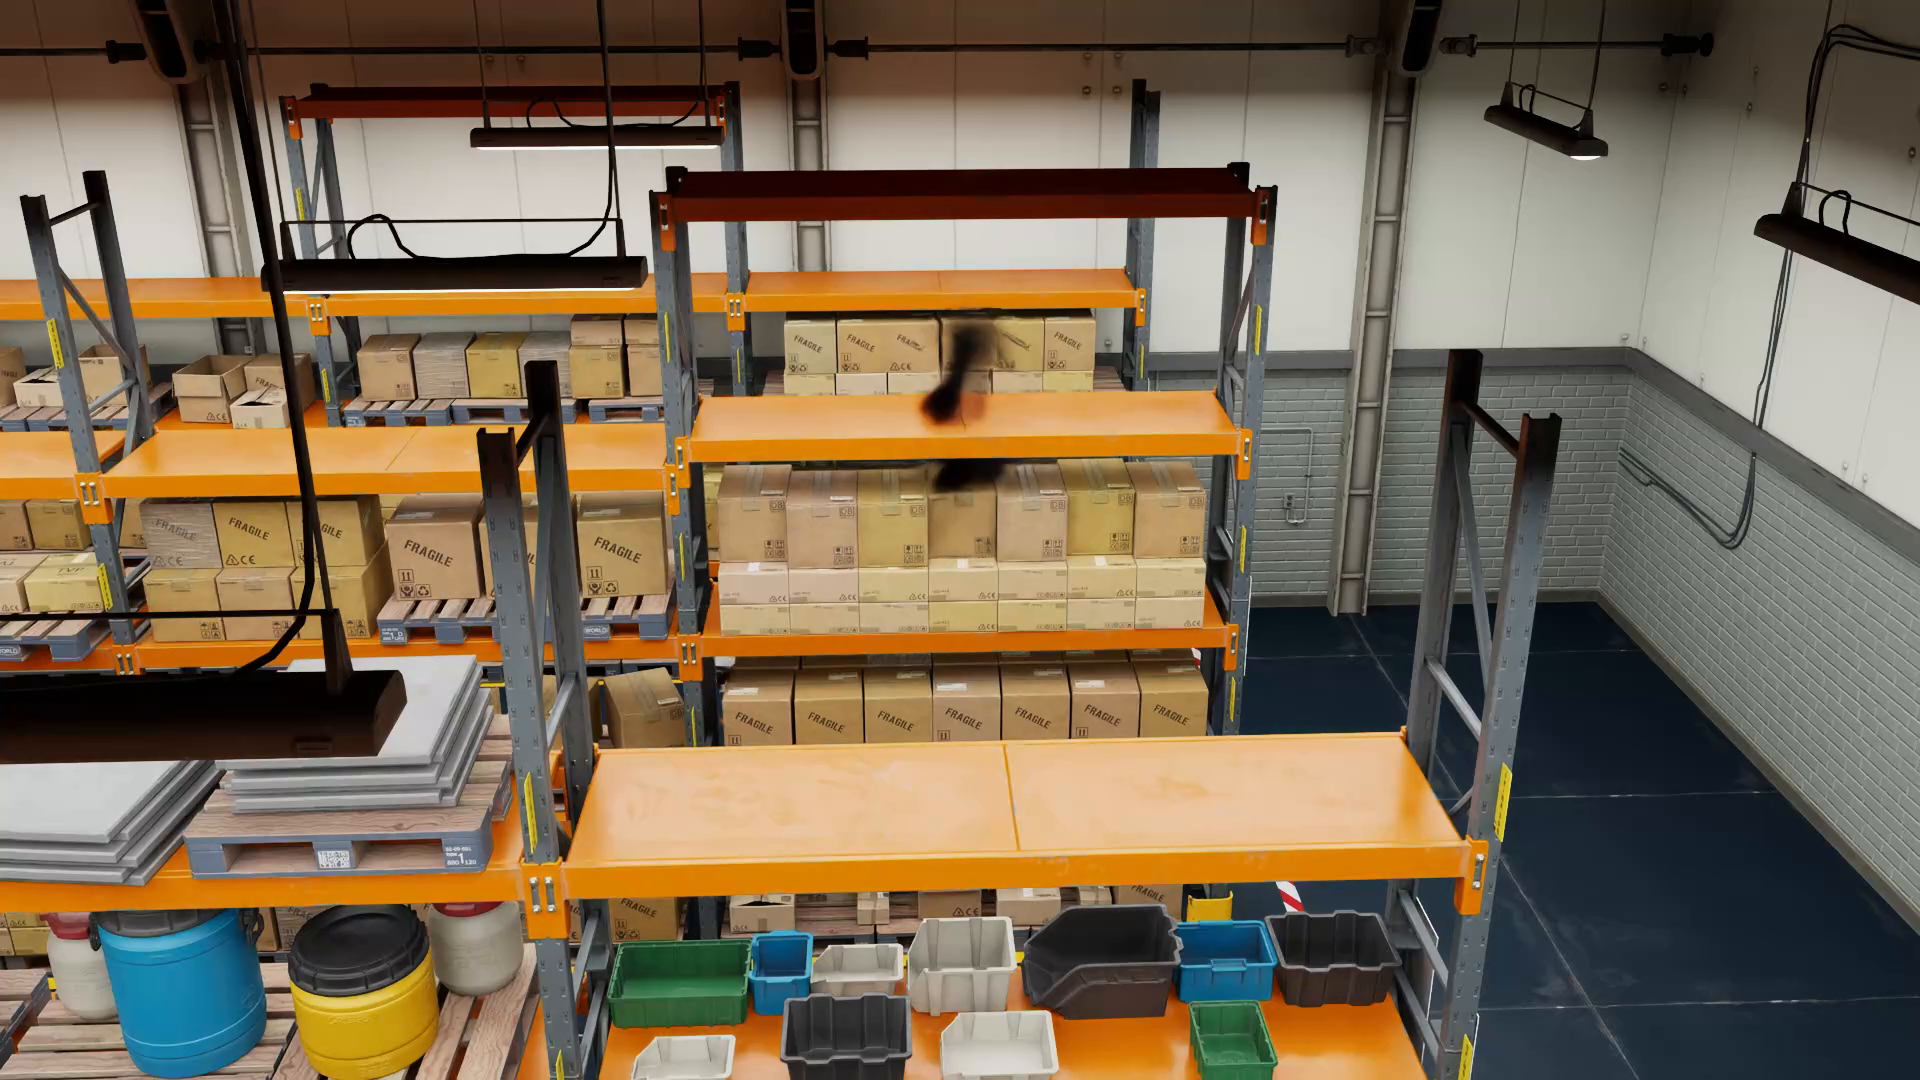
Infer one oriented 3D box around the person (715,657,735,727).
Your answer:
[{"bbox_3d":[-1.732,1.763,14.794,0.978,1.625,0.619,0,22,0],"label":"person"}]
